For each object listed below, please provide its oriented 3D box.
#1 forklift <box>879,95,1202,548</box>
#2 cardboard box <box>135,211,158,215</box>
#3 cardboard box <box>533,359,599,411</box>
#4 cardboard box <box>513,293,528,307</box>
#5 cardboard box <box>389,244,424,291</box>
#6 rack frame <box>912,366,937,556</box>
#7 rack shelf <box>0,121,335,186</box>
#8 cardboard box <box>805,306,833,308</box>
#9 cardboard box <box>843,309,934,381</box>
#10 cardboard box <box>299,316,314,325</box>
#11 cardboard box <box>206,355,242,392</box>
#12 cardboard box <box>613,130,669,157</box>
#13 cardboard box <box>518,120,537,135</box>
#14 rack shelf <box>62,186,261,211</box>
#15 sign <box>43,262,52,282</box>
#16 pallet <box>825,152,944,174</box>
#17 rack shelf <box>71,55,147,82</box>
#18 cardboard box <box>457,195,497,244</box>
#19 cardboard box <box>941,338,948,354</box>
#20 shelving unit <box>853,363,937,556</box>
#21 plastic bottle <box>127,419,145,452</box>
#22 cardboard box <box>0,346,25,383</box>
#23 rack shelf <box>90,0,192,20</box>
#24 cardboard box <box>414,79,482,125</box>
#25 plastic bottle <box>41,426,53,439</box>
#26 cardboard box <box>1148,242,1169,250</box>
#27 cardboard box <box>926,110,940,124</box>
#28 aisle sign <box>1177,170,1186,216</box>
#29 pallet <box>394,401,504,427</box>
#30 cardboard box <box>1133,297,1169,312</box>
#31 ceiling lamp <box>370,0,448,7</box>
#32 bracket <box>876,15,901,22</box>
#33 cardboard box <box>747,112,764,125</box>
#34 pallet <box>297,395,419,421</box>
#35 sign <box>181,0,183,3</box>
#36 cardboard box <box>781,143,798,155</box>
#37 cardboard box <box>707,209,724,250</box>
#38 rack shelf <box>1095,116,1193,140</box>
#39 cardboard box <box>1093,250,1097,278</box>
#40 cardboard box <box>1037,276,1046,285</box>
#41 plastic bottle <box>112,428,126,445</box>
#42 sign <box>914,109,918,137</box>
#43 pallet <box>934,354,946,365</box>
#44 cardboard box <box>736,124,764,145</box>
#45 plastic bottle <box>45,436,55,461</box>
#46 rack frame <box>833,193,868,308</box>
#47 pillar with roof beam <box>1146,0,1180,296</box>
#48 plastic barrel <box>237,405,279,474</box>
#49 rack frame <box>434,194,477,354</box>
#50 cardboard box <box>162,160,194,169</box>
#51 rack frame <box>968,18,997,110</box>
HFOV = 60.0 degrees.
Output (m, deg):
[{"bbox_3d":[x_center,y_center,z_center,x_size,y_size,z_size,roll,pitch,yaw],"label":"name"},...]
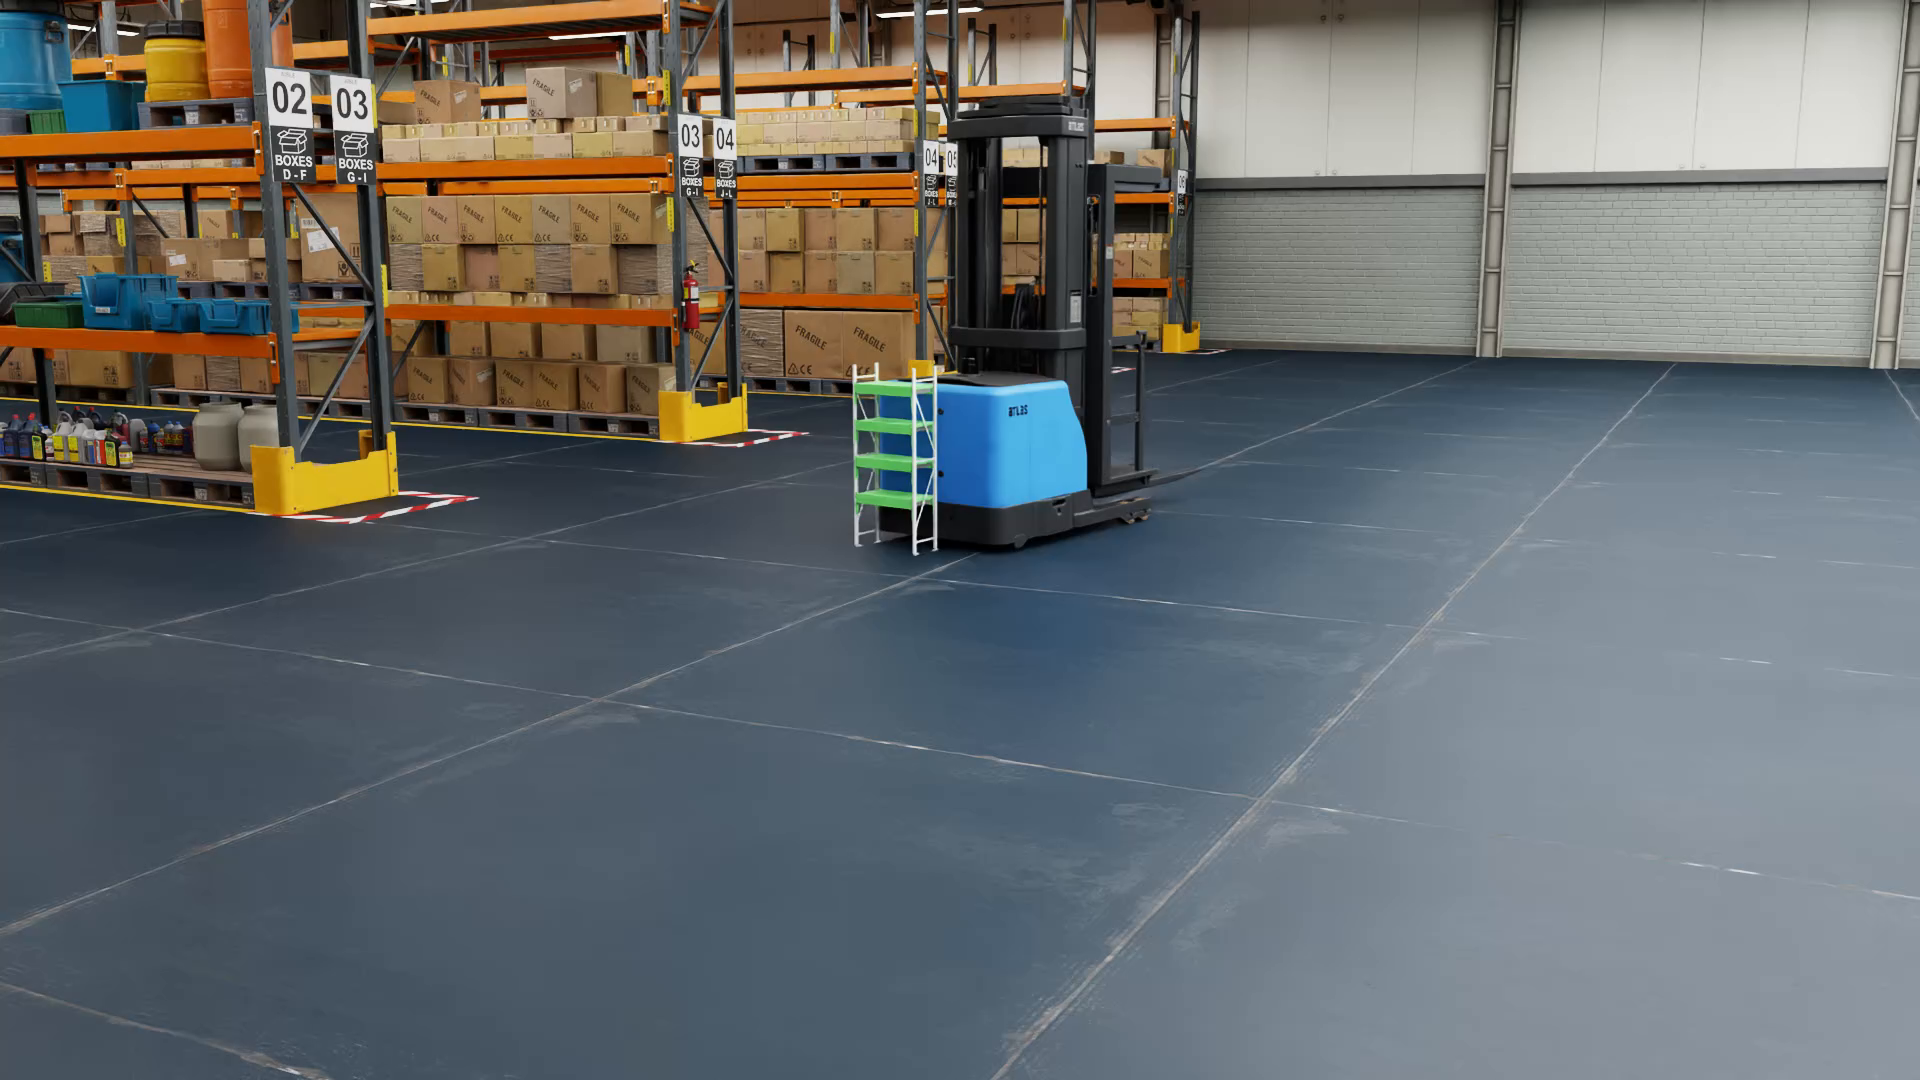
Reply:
[{"bbox_3d":[0.732,-1.602,11.850,1.130,2.935,3.031,8,13,36],"label":"forklift"},{"bbox_3d":[-12.982,-5.085,26.981,0.500,0.500,0.500,5,11,24],"label":"cardboard box"},{"bbox_3d":[-4.231,-1.676,17.906,0.500,0.500,0.500,6,12,31],"label":"cardboard box"},{"bbox_3d":[-4.506,-2.551,17.610,0.250,0.149,0.380,5,11,26],"label":"cardboard box"},{"bbox_3d":[-5.785,-3.019,18.371,0.500,0.500,0.875,5,11,26],"label":"cardboard box"},{"bbox_3d":[-0.226,-0.508,10.665,0.015,1.200,0.240,8,13,36],"label":"rack frame"},{"bbox_3d":[-6.559,-3.042,13.212,4.000,0.370,1.077,5,11,26],"label":"rack shelf"},{"bbox_3d":[-2.617,-4.546,33.415,0.625,0.625,0.875,5,12,28],"label":"cardboard box"},{"bbox_3d":[-0.926,-2.541,21.637,0.875,0.875,0.875,5,11,26],"label":"cardboard box"},{"bbox_3d":[-10.026,-3.487,25.806,0.500,0.250,0.500,5,12,27],"label":"cardboard box"},{"bbox_3d":[-8.636,-2.079,20.077,0.500,0.500,0.700,4,11,21],"label":"cardboard box"},{"bbox_3d":[-3.119,-3.953,16.647,0.500,0.250,0.500,5,12,27],"label":"cardboard box"},{"bbox_3d":[-4.350,-4.256,17.204,0.250,0.149,0.380,4,11,23],"label":"cardboard box"},{"bbox_3d":[-12.844,-5.563,27.140,4.000,0.370,1.077,5,11,26],"label":"rack shelf"},{"bbox_3d":[-8.099,-2.301,14.742,0.005,0.325,0.100,5,11,26],"label":"sign"},{"bbox_3d":[-0.959,-4.827,21.302,1.213,0.211,1.003,5,11,26],"label":"pallet"},{"bbox_3d":[-11.542,-5.742,20.834,4.000,0.370,1.077,5,11,26],"label":"rack shelf"},{"bbox_3d":[-4.973,-3.401,17.677,0.500,0.500,0.500,5,11,26],"label":"cardboard box"},{"bbox_3d":[0.034,-3.093,26.437,0.500,0.250,0.500,5,11,24],"label":"cardboard box"},{"bbox_3d":[-0.421,-0.534,10.809,0.503,1.200,0.258,8,13,36],"label":"shelving unit"},{"bbox_3d":[-7.042,-0.895,14.165,0.135,0.276,0.152,5,12,27],"label":"plastic bottle"},{"bbox_3d":[-11.951,-2.542,21.642,0.875,0.875,1.225,5,11,24],"label":"cardboard box"},{"bbox_3d":[-12.844,-8.674,26.577,4.000,0.370,1.077,5,11,26],"label":"rack shelf"},{"bbox_3d":[-5.645,-4.791,18.338,0.500,0.500,0.500,5,11,24],"label":"cardboard box"},{"bbox_3d":[-7.495,-0.801,13.659,0.097,0.271,0.097,0,10,0],"label":"plastic bottle"},{"bbox_3d":[3.569,-5.280,29.879,0.250,0.149,0.380,5,11,27],"label":"cardboard box"},{"bbox_3d":[-0.447,-5.415,21.312,0.250,0.149,0.380,5,11,26],"label":"cardboard box"},{"bbox_3d":[3.933,-6.156,29.522,0.004,0.787,0.394,5,11,26],"label":"aisle sign"},{"bbox_3d":[-5.543,-1.449,18.644,1.213,0.211,1.003,5,11,26],"label":"pallet"},{"bbox_3d":[3.453,-4.261,30.085,0.500,0.250,0.500,5,12,28],"label":"cardboard box"},{"bbox_3d":[-9.169,-10.491,27.540,2.000,3.185,0.800,5,11,26],"label":"ceiling lamp"},{"bbox_3d":[-1.387,-10.234,32.404,0.430,0.232,0.235,5,11,26],"label":"bracket"},{"bbox_3d":[-2.558,-5.470,21.616,0.250,0.149,0.380,5,11,26],"label":"cardboard box"},{"bbox_3d":[-6.860,-1.557,19.242,1.213,0.211,1.003,5,11,26],"label":"pallet"},{"bbox_3d":[-9.517,-6.722,20.257,0.005,0.325,0.100,5,11,26],"label":"sign"},{"bbox_3d":[-2.104,-5.038,21.467,0.250,0.149,0.380,5,11,27],"label":"cardboard box"},{"bbox_3d":[-3.016,-4.198,22.552,0.550,0.550,0.875,5,11,26],"label":"cardboard box"},{"bbox_3d":[2.210,-7.488,30.478,4.000,0.370,1.077,5,11,26],"label":"rack shelf"},{"bbox_3d":[2.525,-5.058,30.472,0.500,0.500,0.500,5,11,25],"label":"cardboard box"},{"bbox_3d":[1.381,-4.008,25.656,0.250,0.149,0.380,5,12,28],"label":"cardboard box"},{"bbox_3d":[-6.774,-0.758,13.388,0.133,0.283,0.061,5,11,26],"label":"plastic bottle"},{"bbox_3d":[-0.541,-5.125,20.436,0.005,0.325,0.100,5,11,26],"label":"sign"},{"bbox_3d":[-0.060,-2.936,26.859,1.213,0.211,1.003,5,11,26],"label":"pallet"},{"bbox_3d":[-2.655,-5.295,21.765,0.500,0.250,0.500,5,11,25],"label":"cardboard box"},{"bbox_3d":[-7.400,-0.746,13.552,0.097,0.201,0.097,0,10,0],"label":"plastic bottle"},{"bbox_3d":[-1.776,-4.451,27.402,0.127,3.000,1.000,5,11,26],"label":"rack frame"},{"bbox_3d":[1.873,-7.392,26.807,0.548,9.000,9.100,5,11,26],"label":"pillar with roof beam"},{"bbox_3d":[-5.390,-0.784,12.947,0.421,0.512,0.421,0,10,0],"label":"plastic barrel"},{"bbox_3d":[-7.463,-3.968,24.731,0.127,3.000,1.000,5,11,26],"label":"rack frame"},{"bbox_3d":[-8.979,-4.468,19.491,0.500,0.250,0.500,5,12,27],"label":"cardboard box"},{"bbox_3d":[0.417,-8.196,31.249,0.127,3.000,1.000,5,11,26],"label":"rack frame"}]
